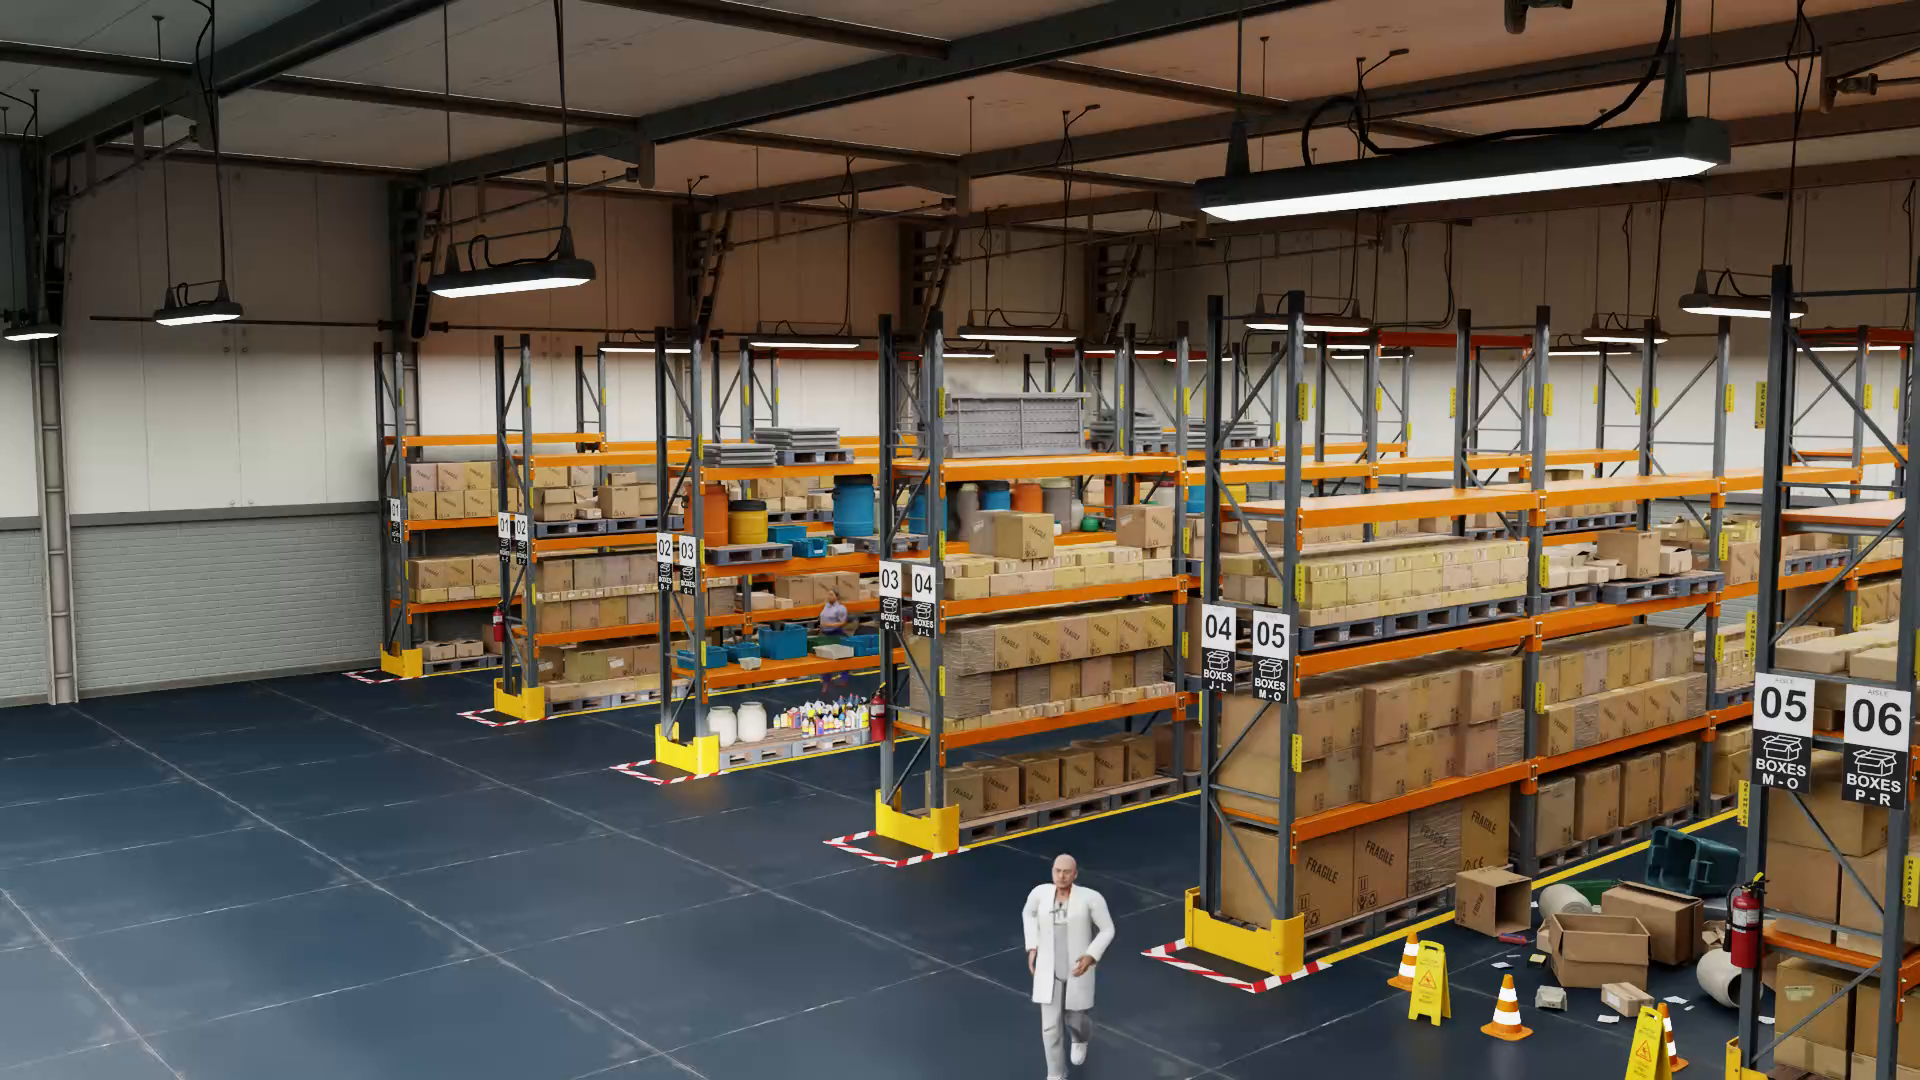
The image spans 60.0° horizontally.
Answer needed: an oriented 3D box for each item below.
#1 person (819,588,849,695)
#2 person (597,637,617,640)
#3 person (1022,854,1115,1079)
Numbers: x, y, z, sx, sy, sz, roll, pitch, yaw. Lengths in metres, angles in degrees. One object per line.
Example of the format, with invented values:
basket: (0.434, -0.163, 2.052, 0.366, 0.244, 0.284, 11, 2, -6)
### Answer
person: (-2.071, 1.644, 26.848, 0.578, 1.737, 0.677, 3, 6, 32)
person: (-6.175, 1.622, 29.394, 0.657, 1.740, 0.673, 4, 7, 38)
person: (0.787, 3.180, 12.280, 0.722, 1.783, 0.946, 1, 5, 13)
